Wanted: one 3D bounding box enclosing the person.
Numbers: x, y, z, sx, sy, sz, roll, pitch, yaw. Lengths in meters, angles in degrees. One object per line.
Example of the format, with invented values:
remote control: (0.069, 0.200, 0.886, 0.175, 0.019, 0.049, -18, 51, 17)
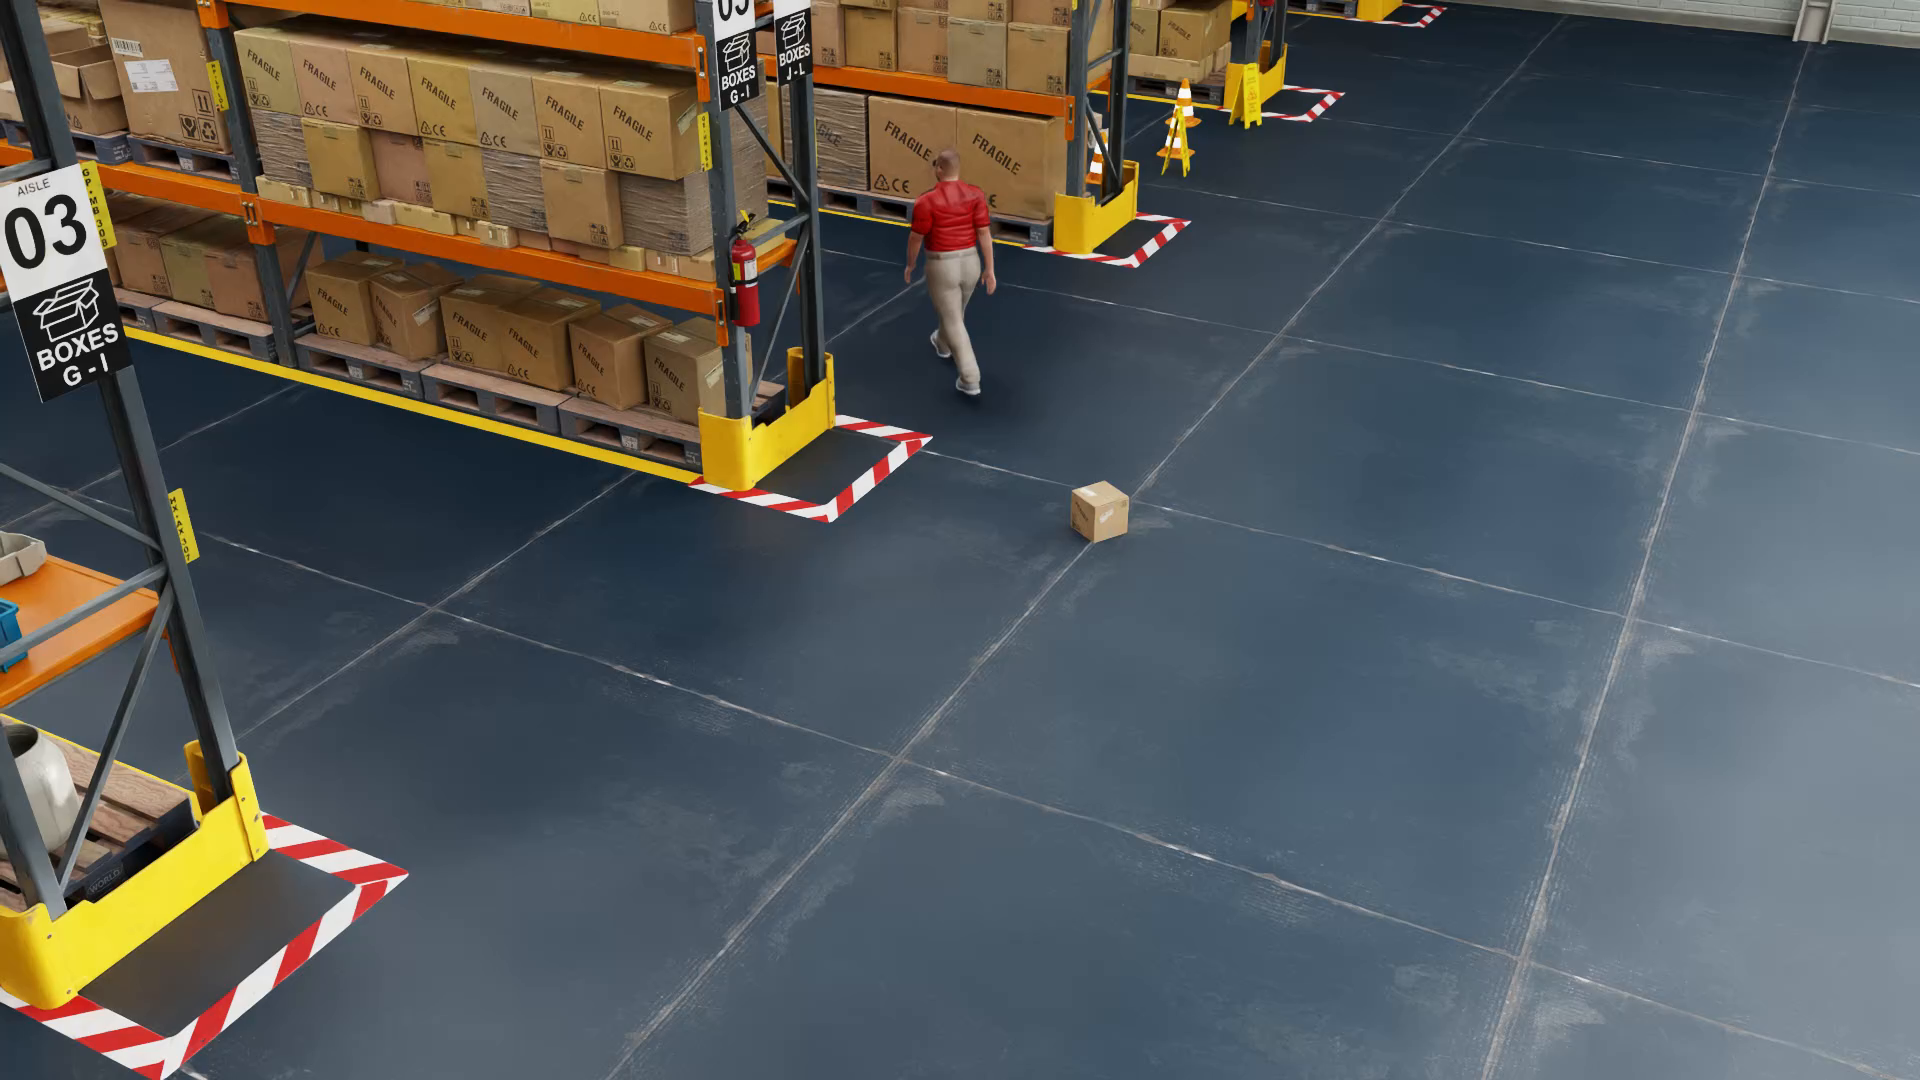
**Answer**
person: (-0.103, -1.934, 11.685, 0.550, 1.657, 1.096, -15, 33, -24)
